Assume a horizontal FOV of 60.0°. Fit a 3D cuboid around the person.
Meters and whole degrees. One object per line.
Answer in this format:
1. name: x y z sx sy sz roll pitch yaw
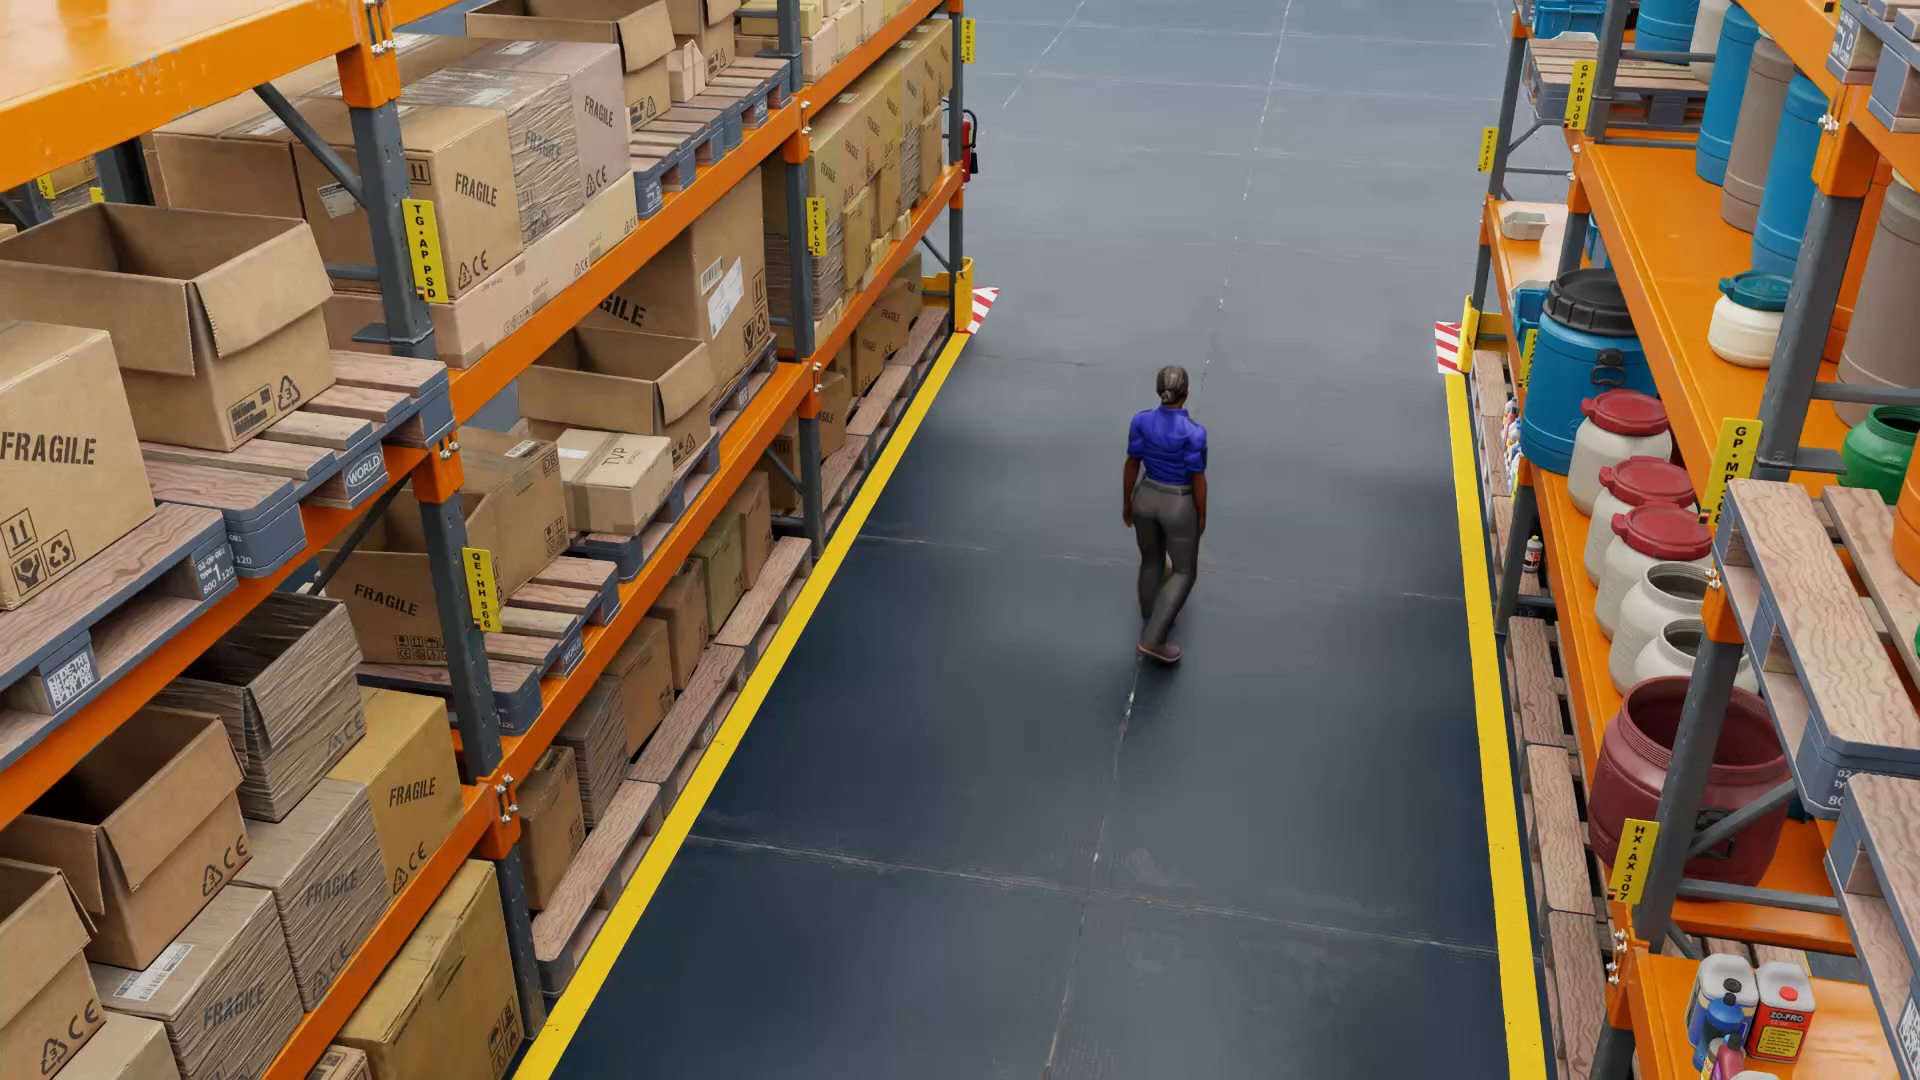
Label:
1. person: 1.080 -0.155 8.868 0.462 1.652 0.605 17 33 28
